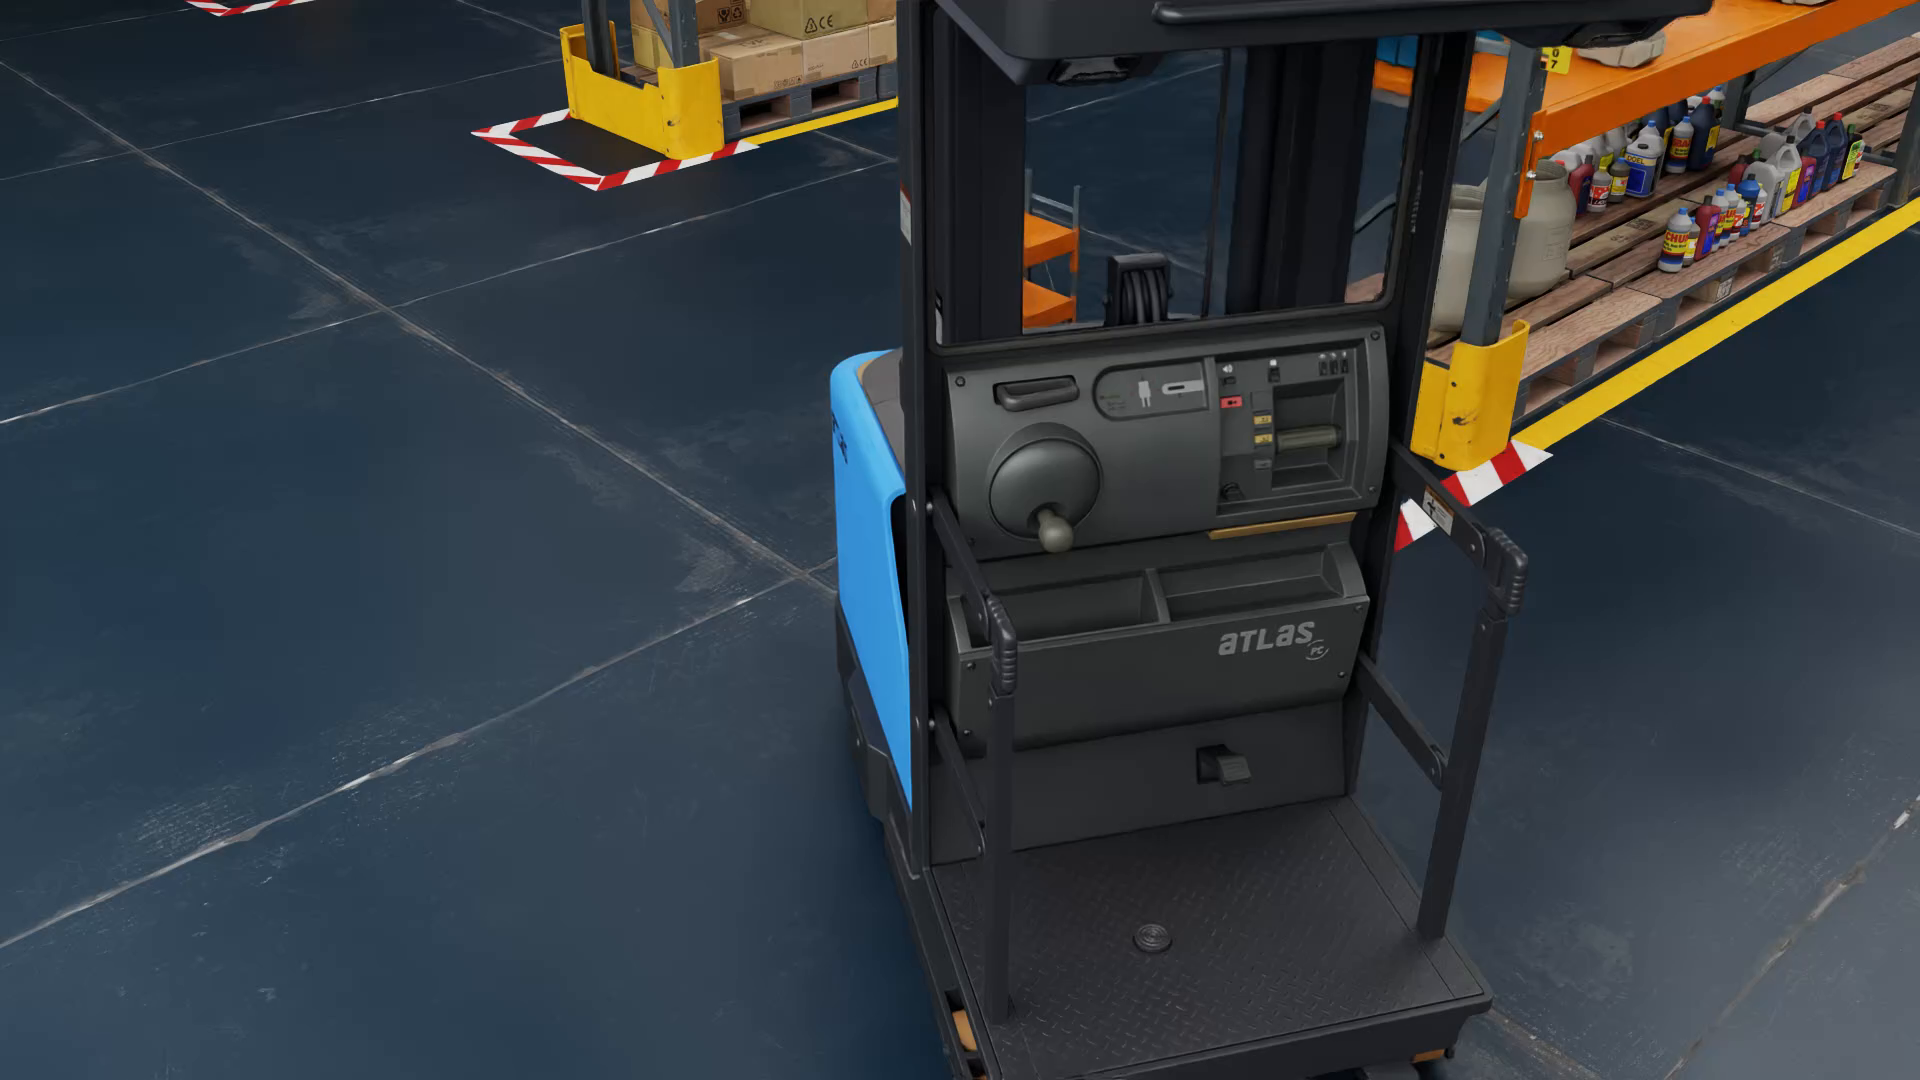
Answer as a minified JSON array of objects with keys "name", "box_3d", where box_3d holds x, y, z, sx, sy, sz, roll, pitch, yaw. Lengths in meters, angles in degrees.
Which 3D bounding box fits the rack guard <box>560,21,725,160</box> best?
[{"name":"rack guard","box_3d":[-1.820,-2.581,9.491,0.348,0.500,1.175,-26,40,-35]}]

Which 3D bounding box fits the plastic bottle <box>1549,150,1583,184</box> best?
[{"name":"plastic bottle","box_3d":[2.815,-1.683,7.816,0.135,0.276,0.152,-25,40,-35]}]

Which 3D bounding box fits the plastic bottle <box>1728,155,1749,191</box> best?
[{"name":"plastic bottle","box_3d":[3.647,-1.670,7.788,0.133,0.283,0.061,-26,40,-35]}]

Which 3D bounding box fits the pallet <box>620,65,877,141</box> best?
[{"name":"pallet","box_3d":[-1.270,-2.753,10.050,1.213,0.211,1.003,-26,40,-35]}]

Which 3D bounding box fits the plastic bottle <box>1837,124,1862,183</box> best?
[{"name":"plastic bottle","box_3d":[4.367,-1.910,8.181,0.133,0.283,0.061,-24,39,-33]}]

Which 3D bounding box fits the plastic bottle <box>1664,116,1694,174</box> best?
[{"name":"plastic bottle","box_3d":[3.598,-1.977,8.301,0.097,0.271,0.097,0,31,0]}]

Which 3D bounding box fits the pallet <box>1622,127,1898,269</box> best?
[{"name":"pallet","box_3d":[3.975,-1.766,8.436,1.213,0.211,1.003,-26,40,-35]}]

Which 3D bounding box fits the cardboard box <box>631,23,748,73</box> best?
[{"name":"cardboard box","box_3d":[-1.610,-2.965,9.957,0.500,0.250,0.500,-26,40,-35]}]

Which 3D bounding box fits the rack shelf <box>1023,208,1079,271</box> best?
[{"name":"rack shelf","box_3d":[0.121,-0.906,5.328,0.480,0.148,0.258,-26,40,-35]}]

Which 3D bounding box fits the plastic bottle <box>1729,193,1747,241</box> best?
[{"name":"plastic bottle","box_3d":[3.501,-1.469,7.538,0.097,0.201,0.097,0,31,0]}]

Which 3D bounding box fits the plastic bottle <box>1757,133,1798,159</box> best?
[{"name":"plastic bottle","box_3d":[3.960,-1.845,8.081,0.135,0.276,0.152,-26,40,-35]}]

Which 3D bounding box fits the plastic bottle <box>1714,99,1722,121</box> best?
[{"name":"plastic bottle","box_3d":[3.818,-2.096,8.485,0.133,0.283,0.061,-26,40,-35]}]

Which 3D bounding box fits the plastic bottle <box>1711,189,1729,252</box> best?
[{"name":"plastic bottle","box_3d":[3.355,-1.429,7.405,0.097,0.271,0.097,0,31,0]}]

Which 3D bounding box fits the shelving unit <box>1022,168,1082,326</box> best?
[{"name":"shelving unit","box_3d":[0.121,-0.571,5.533,0.503,1.200,0.258,-26,40,-35]}]

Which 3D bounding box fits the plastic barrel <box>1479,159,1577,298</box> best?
[{"name":"plastic barrel","box_3d":[2.361,-1.318,7.012,0.421,0.512,0.421,0,31,0]}]

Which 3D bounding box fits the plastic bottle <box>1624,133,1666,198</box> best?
[{"name":"plastic bottle","box_3d":[3.291,-1.811,8.025,0.135,0.276,0.152,-26,40,-35]}]

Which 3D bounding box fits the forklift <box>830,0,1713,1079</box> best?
[{"name":"forklift","box_3d":[0.487,-0.155,3.194,1.130,2.935,3.031,-7,32,-12]}]

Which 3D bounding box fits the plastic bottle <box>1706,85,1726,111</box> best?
[{"name":"plastic bottle","box_3d":[3.964,-2.257,8.759,0.097,0.271,0.097,0,31,0]}]

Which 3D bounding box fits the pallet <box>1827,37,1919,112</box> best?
[{"name":"pallet","box_3d":[5.940,-2.717,9.991,1.213,0.211,1.003,-26,40,-35]}]

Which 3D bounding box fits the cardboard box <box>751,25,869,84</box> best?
[{"name":"cardboard box","box_3d":[-0.894,-2.946,9.925,0.500,0.250,0.500,-26,40,-35]}]

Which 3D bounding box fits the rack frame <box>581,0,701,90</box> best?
[{"name":"rack frame","box_3d":[-1.802,-3.656,8.853,0.127,3.000,1.000,-26,40,-35]}]

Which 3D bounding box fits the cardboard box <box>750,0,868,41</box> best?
[{"name":"cardboard box","box_3d":[-0.893,-3.265,9.728,0.500,0.500,0.500,-26,40,-35]}]

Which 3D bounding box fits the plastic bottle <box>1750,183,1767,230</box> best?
[{"name":"plastic bottle","box_3d":[3.652,-1.542,7.658,0.097,0.201,0.097,0,31,0]}]

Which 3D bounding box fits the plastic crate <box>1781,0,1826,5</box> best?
[{"name":"plastic crate","box_3d":[3.477,-2.393,7.041,0.437,0.136,0.530,-26,40,-35]}]

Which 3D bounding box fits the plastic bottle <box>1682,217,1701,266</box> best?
[{"name":"plastic bottle","box_3d":[3.180,-1.314,7.284,0.097,0.201,0.097,0,31,0]}]

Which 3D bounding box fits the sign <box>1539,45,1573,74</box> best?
[{"name":"sign","box_3d":[1.934,-1.666,5.333,0.005,0.325,0.100,-26,40,-35]}]

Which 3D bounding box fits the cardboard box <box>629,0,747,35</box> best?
[{"name":"cardboard box","box_3d":[-1.612,-3.286,9.762,0.500,0.500,0.500,-26,40,-35]}]

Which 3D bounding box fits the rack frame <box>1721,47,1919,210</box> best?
[{"name":"rack frame","box_3d":[4.496,-3.178,8.072,0.127,3.000,1.000,-26,40,-35]}]

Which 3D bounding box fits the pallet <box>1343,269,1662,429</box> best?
[{"name":"pallet","box_3d":[2.186,-0.901,7.021,1.213,0.211,1.003,-26,40,-35]}]

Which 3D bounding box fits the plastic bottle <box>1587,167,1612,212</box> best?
[{"name":"plastic bottle","box_3d":[3.015,-1.659,7.849,0.097,0.201,0.097,0,31,0]}]

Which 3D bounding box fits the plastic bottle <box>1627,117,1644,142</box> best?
[{"name":"plastic bottle","box_3d":[3.334,-1.970,8.278,0.133,0.283,0.061,-24,39,-33]}]

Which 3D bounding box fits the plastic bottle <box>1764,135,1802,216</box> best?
[{"name":"plastic bottle","box_3d":[3.842,-1.715,7.796,0.185,0.351,0.144,-26,40,-36]}]

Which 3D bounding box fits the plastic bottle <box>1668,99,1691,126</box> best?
[{"name":"plastic bottle","box_3d":[3.622,-2.108,8.440,0.185,0.351,0.144,-25,39,-34]}]

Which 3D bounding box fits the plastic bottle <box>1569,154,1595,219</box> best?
[{"name":"plastic bottle","box_3d":[2.888,-1.646,7.748,0.133,0.283,0.061,-26,40,-35]}]

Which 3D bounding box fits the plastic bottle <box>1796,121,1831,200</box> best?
[{"name":"plastic bottle","box_3d":[4.079,-1.829,7.983,0.144,0.351,0.185,27,40,37]}]

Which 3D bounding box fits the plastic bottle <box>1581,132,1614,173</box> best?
[{"name":"plastic bottle","box_3d":[3.035,-1.825,7.976,0.185,0.351,0.144,-24,39,-34]}]
